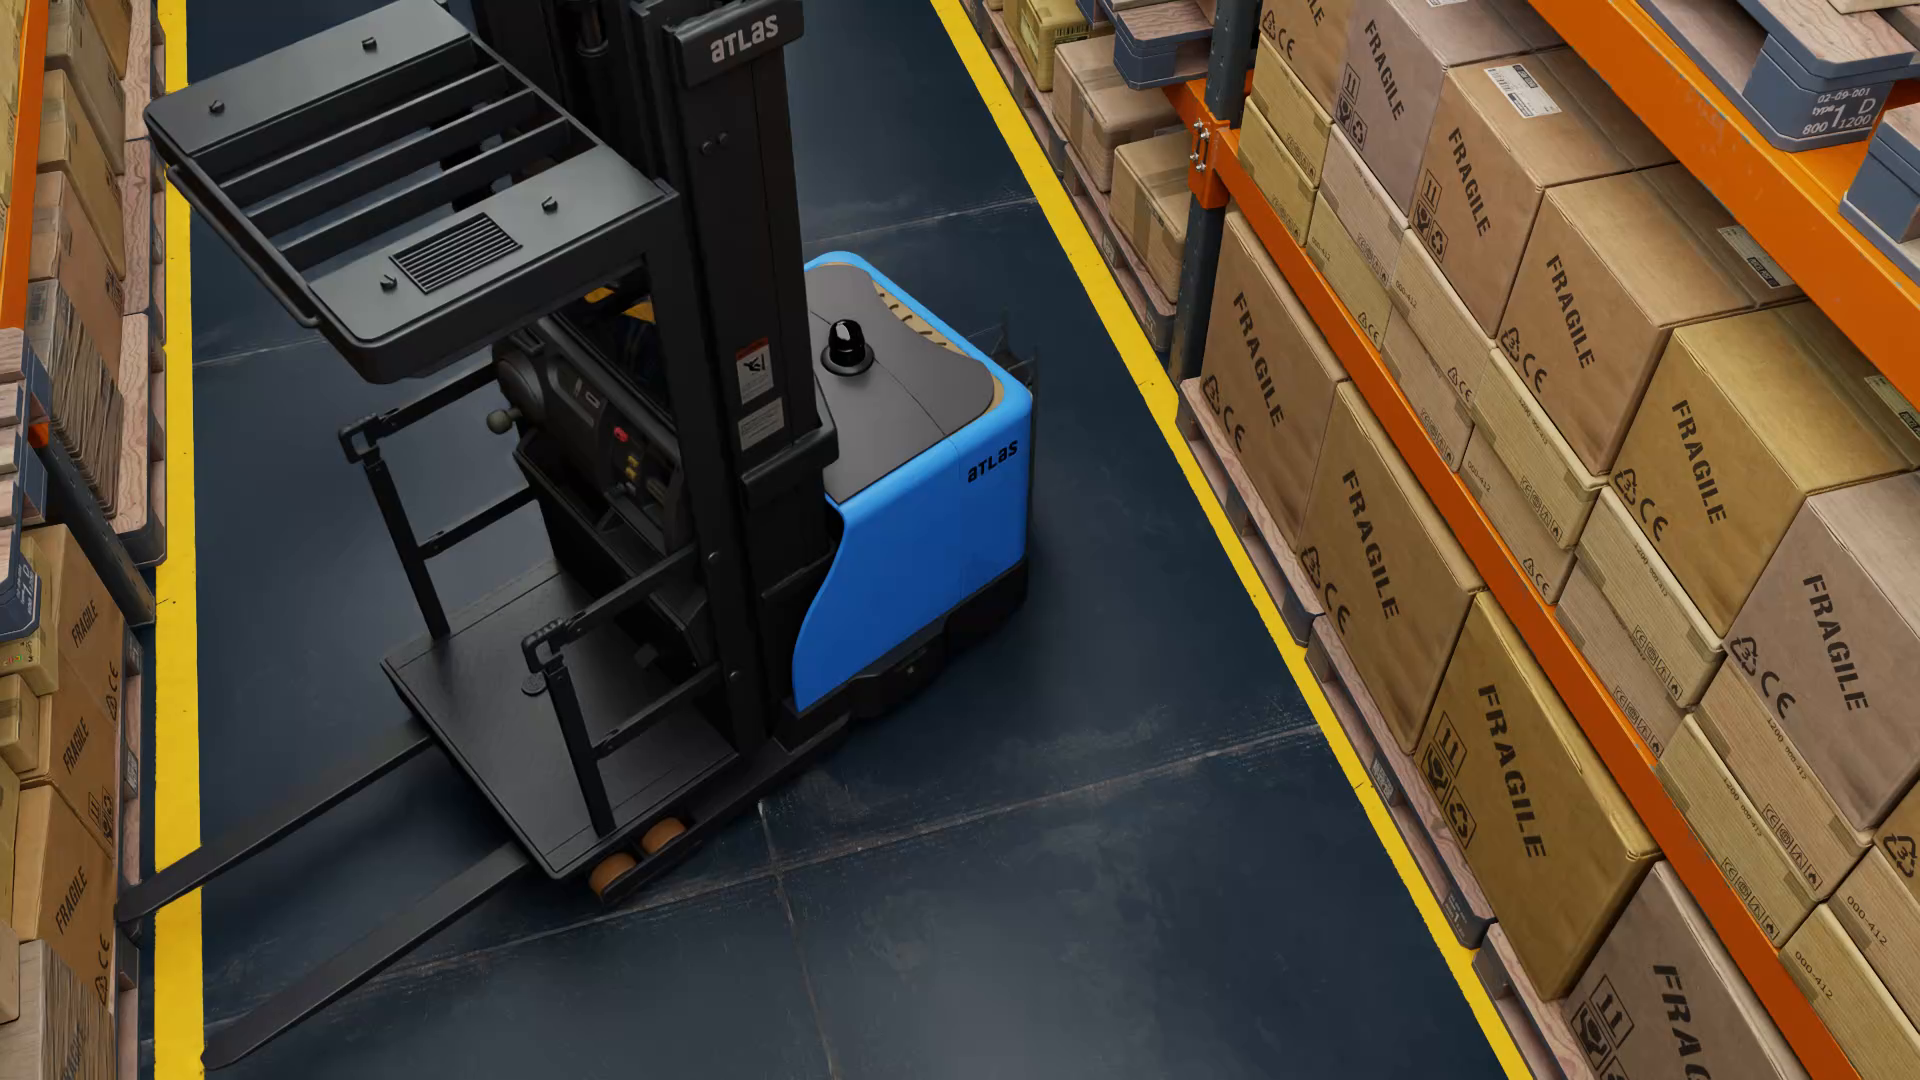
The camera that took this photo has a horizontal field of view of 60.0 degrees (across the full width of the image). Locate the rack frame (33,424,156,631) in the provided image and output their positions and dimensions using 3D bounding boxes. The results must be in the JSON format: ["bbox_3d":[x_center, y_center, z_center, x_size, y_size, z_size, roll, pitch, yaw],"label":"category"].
[{"bbox_3d":[-3.394,-0.594,4.789,1.000,3.000,0.127,-13,51,-11],"label":"rack frame"}]

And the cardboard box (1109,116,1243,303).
[{"bbox_3d":[1.189,-1.422,6.931,0.950,0.372,0.625,-16,52,-13],"label":"cardboard box"}]

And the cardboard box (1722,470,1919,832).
[{"bbox_3d":[1.997,0.203,3.398,0.500,0.500,0.500,-12,51,-10],"label":"cardboard box"}]

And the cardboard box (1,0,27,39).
[{"bbox_3d":[-3.747,-2.047,6.112,0.500,0.250,0.500,-12,51,-10],"label":"cardboard box"}]

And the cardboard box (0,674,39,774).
[{"bbox_3d":[-2.860,0.566,4.747,0.380,0.149,0.250,-15,51,-12],"label":"cardboard box"}]

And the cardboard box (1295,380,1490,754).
[{"bbox_3d":[1.731,0.006,5.398,0.875,0.875,0.875,-13,51,-11],"label":"cardboard box"}]

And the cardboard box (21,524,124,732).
[{"bbox_3d":[-3.064,0.337,5.364,0.500,0.500,0.500,-12,51,-10],"label":"cardboard box"}]

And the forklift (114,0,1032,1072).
[{"bbox_3d":[-1.199,-0.252,4.546,3.031,2.935,1.130,-34,58,-25],"label":"forklift"}]

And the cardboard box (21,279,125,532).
[{"bbox_3d":[-3.566,-0.422,5.923,0.875,0.625,0.625,-12,51,-10],"label":"cardboard box"}]

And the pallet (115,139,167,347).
[{"bbox_3d":[-3.958,-1.194,7.119,1.003,0.211,1.213,-13,51,-11],"label":"pallet"}]

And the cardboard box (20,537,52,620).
[{"bbox_3d":[-3.006,0.171,5.080,0.380,0.149,0.250,-16,52,-13],"label":"cardboard box"}]

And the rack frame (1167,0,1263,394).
[{"bbox_3d":[1.346,-1.719,5.737,1.000,3.000,0.127,-13,51,-11],"label":"rack frame"}]

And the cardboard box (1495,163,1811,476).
[{"bbox_3d":[1.699,-0.547,4.030,0.500,0.500,0.500,-13,51,-10],"label":"cardboard box"}]

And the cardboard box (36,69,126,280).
[{"bbox_3d":[-3.966,-1.389,6.738,0.875,0.625,0.625,-15,52,-12],"label":"cardboard box"}]

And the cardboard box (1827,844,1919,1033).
[{"bbox_3d":[2.166,0.823,3.365,0.500,0.250,0.500,-13,51,-11],"label":"cardboard box"}]

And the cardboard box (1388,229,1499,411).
[{"bbox_3d":[1.547,-0.661,4.616,0.500,0.250,0.500,-13,51,-11],"label":"cardboard box"}]

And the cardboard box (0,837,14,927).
[{"bbox_3d":[-2.751,0.951,4.423,0.380,0.149,0.250,-14,51,-12],"label":"cardboard box"}]

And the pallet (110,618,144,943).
[{"bbox_3d":[-3.210,0.859,5.388,1.003,0.211,1.213,-13,51,-11],"label":"pallet"}]

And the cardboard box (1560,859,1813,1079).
[{"bbox_3d":[2.269,1.318,4.292,0.875,0.875,0.875,-12,51,-10],"label":"cardboard box"}]

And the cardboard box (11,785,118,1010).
[{"bbox_3d":[-2.769,1.086,4.732,0.500,0.500,0.500,-11,51,-9],"label":"cardboard box"}]

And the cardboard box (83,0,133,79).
[{"bbox_3d":[-4.412,-2.507,7.680,0.875,0.625,0.625,-11,51,-9],"label":"cardboard box"}]

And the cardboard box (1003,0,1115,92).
[{"bbox_3d":[0.744,-2.514,7.852,0.950,0.372,0.625,-12,51,-10],"label":"cardboard box"}]

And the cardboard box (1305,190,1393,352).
[{"bbox_3d":[1.419,-0.885,5.132,0.500,0.250,0.500,-15,51,-12],"label":"cardboard box"}]

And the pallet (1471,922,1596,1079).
[{"bbox_3d":[2.229,1.555,4.801,1.003,0.211,1.213,-13,51,-11],"label":"pallet"}]

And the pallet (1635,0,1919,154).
[{"bbox_3d":[1.921,-1.350,3.588,1.003,0.211,1.213,-11,51,-9],"label":"pallet"}]

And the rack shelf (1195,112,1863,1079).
[{"bbox_3d":[1.938,-0.026,4.781,1.077,0.370,4.000,-13,51,-11],"label":"rack shelf"}]

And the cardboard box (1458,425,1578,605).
[{"bbox_3d":[1.718,-0.141,4.505,0.500,0.250,0.500,-13,51,-11],"label":"cardboard box"}]

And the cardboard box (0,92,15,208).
[{"bbox_3d":[-3.436,-1.293,5.476,0.500,0.250,0.500,-14,51,-12],"label":"cardboard box"}]

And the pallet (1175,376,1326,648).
[{"bbox_3d":[1.507,-0.227,6.303,1.003,0.211,1.213,-13,51,-11],"label":"pallet"}]

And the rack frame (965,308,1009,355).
[{"bbox_3d":[0.064,-0.464,6.052,0.240,0.900,0.006,-25,54,-20],"label":"rack frame"}]

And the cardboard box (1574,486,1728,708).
[{"bbox_3d":[1.853,0.083,3.990,0.500,0.250,0.500,-12,51,-10],"label":"cardboard box"}]

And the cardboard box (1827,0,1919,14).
[{"bbox_3d":[1.827,-1.171,3.192,0.380,0.166,0.250,-9,51,-8],"label":"cardboard box"}]

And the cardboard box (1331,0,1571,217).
[{"bbox_3d":[1.414,-1.298,4.663,0.500,0.500,0.500,-13,51,-11],"label":"cardboard box"}]

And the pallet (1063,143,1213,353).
[{"bbox_3d":[1.117,-1.391,7.285,1.003,0.211,1.213,-13,51,-11],"label":"pallet"}]

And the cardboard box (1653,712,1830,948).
[{"bbox_3d":[2.006,0.608,3.873,0.500,0.250,0.500,-14,51,-11],"label":"cardboard box"}]

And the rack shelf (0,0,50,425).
[{"bbox_3d":[-3.986,-1.822,6.295,1.077,0.370,4.000,-13,51,-11],"label":"rack shelf"}]

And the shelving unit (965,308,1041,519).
[{"bbox_3d":[0.116,-0.397,5.996,0.258,0.900,0.210,-25,54,-20],"label":"shelving unit"}]

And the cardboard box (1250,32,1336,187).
[{"bbox_3d":[1.260,-1.406,5.244,0.500,0.250,0.500,-14,51,-11],"label":"cardboard box"}]

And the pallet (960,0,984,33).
[{"bbox_3d":[0.395,-3.173,8.787,1.003,0.211,1.213,-13,51,-11],"label":"pallet"}]
